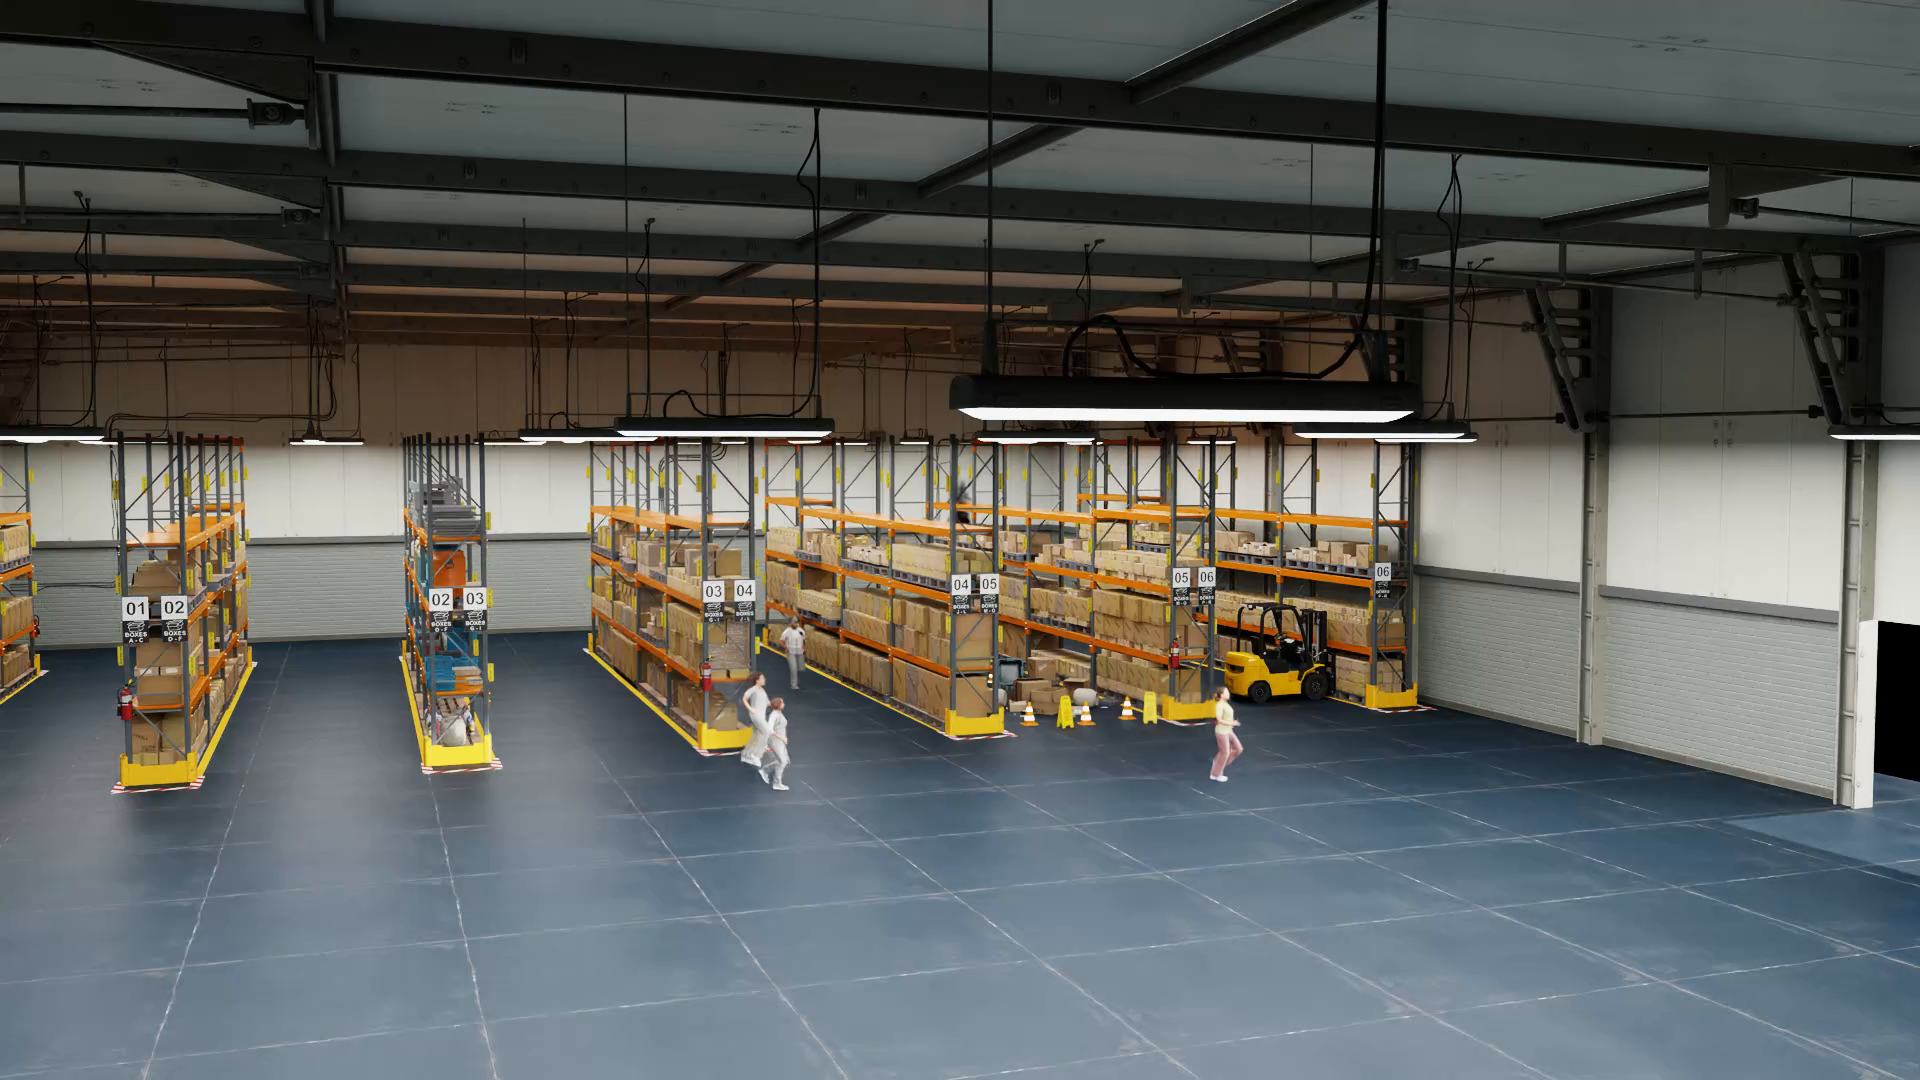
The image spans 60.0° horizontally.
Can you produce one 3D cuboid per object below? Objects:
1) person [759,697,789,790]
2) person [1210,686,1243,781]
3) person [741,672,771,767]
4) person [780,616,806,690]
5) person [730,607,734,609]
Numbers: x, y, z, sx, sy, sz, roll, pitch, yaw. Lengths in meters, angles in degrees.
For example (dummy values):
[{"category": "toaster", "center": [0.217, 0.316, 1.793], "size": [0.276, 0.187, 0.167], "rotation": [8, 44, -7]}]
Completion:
[{"category": "person", "center": [-3.117, 3.400, 27.809], "size": [0.543, 1.567, 0.559], "rotation": [0, 3, 8]}, {"category": "person", "center": [4.566, 3.317, 28.538], "size": [0.555, 1.633, 0.566], "rotation": [2, 4, 26]}, {"category": "person", "center": [-3.658, 3.236, 30.071], "size": [0.626, 1.692, 0.555], "rotation": [1, 3, 11]}, {"category": "person", "center": [-3.949, 2.661, 39.536], "size": [0.664, 1.733, 0.654], "rotation": [-1, 3, -23]}, {"category": "person", "center": [-6.938, 2.212, 48.018], "size": [0.731, 1.733, 0.845], "rotation": [2, 4, 28]}]
